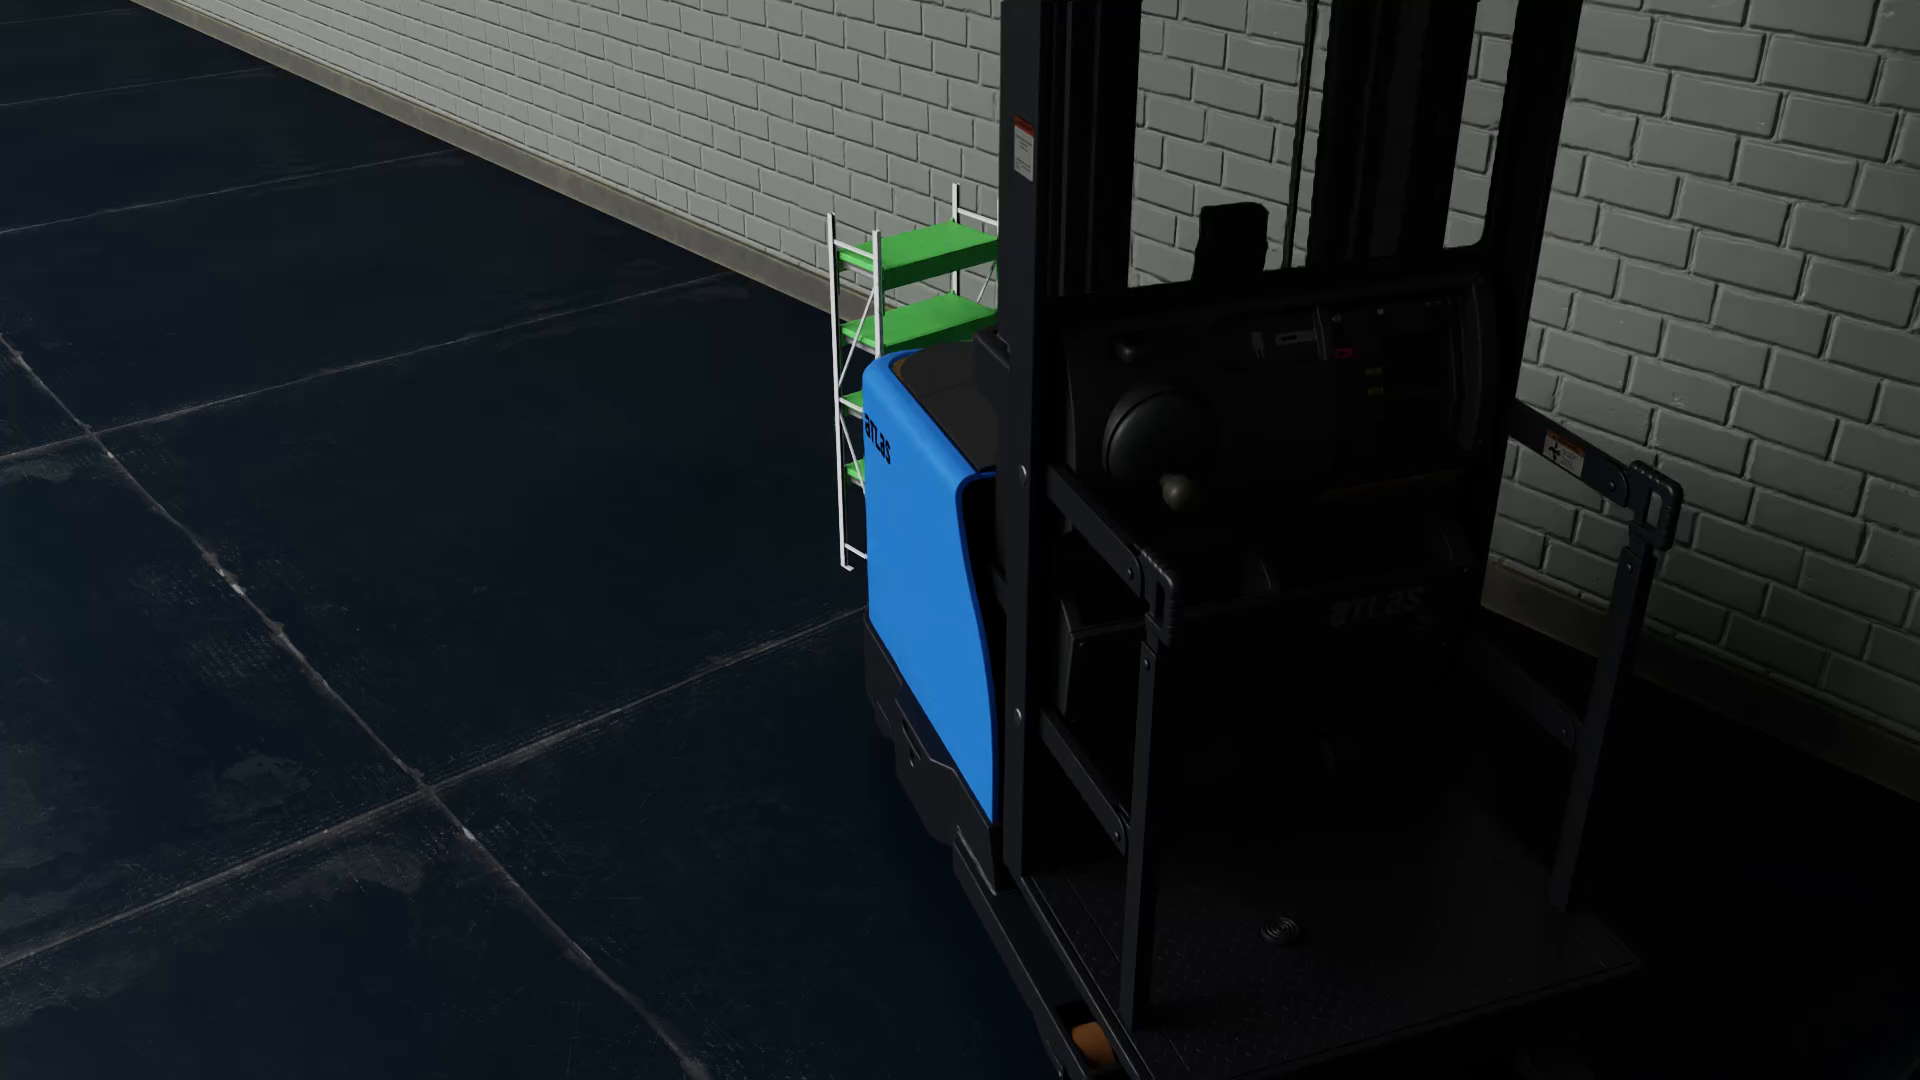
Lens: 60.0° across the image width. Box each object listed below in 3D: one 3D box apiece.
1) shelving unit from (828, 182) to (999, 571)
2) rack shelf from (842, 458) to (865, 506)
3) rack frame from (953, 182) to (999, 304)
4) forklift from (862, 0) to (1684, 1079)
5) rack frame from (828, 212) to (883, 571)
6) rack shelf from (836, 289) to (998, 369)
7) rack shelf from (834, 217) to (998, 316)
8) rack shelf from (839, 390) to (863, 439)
[{"bbox_3d":[-0.126,-0.479,5.300,0.503,1.200,0.258,-22,35,-35],"label":"shelving unit"},{"bbox_3d":[-0.126,-0.211,5.443,0.480,0.148,0.258,-22,35,-35],"label":"rack shelf"},{"bbox_3d":[0.060,-0.553,5.439,0.015,1.200,0.240,-22,35,-35],"label":"rack frame"},{"bbox_3d":[0.707,-0.250,3.035,1.130,2.935,3.031,-10,30,-17],"label":"forklift"},{"bbox_3d":[-0.312,-0.404,5.160,0.015,1.200,0.240,-22,35,-35],"label":"rack frame"},{"bbox_3d":[-0.126,-0.634,5.217,0.480,0.148,0.258,-22,35,-35],"label":"rack shelf"},{"bbox_3d":[-0.126,-0.846,5.103,0.480,0.148,0.258,-22,35,-35],"label":"rack shelf"},{"bbox_3d":[-0.126,-0.422,5.330,0.480,0.148,0.258,-22,35,-35],"label":"rack shelf"}]
